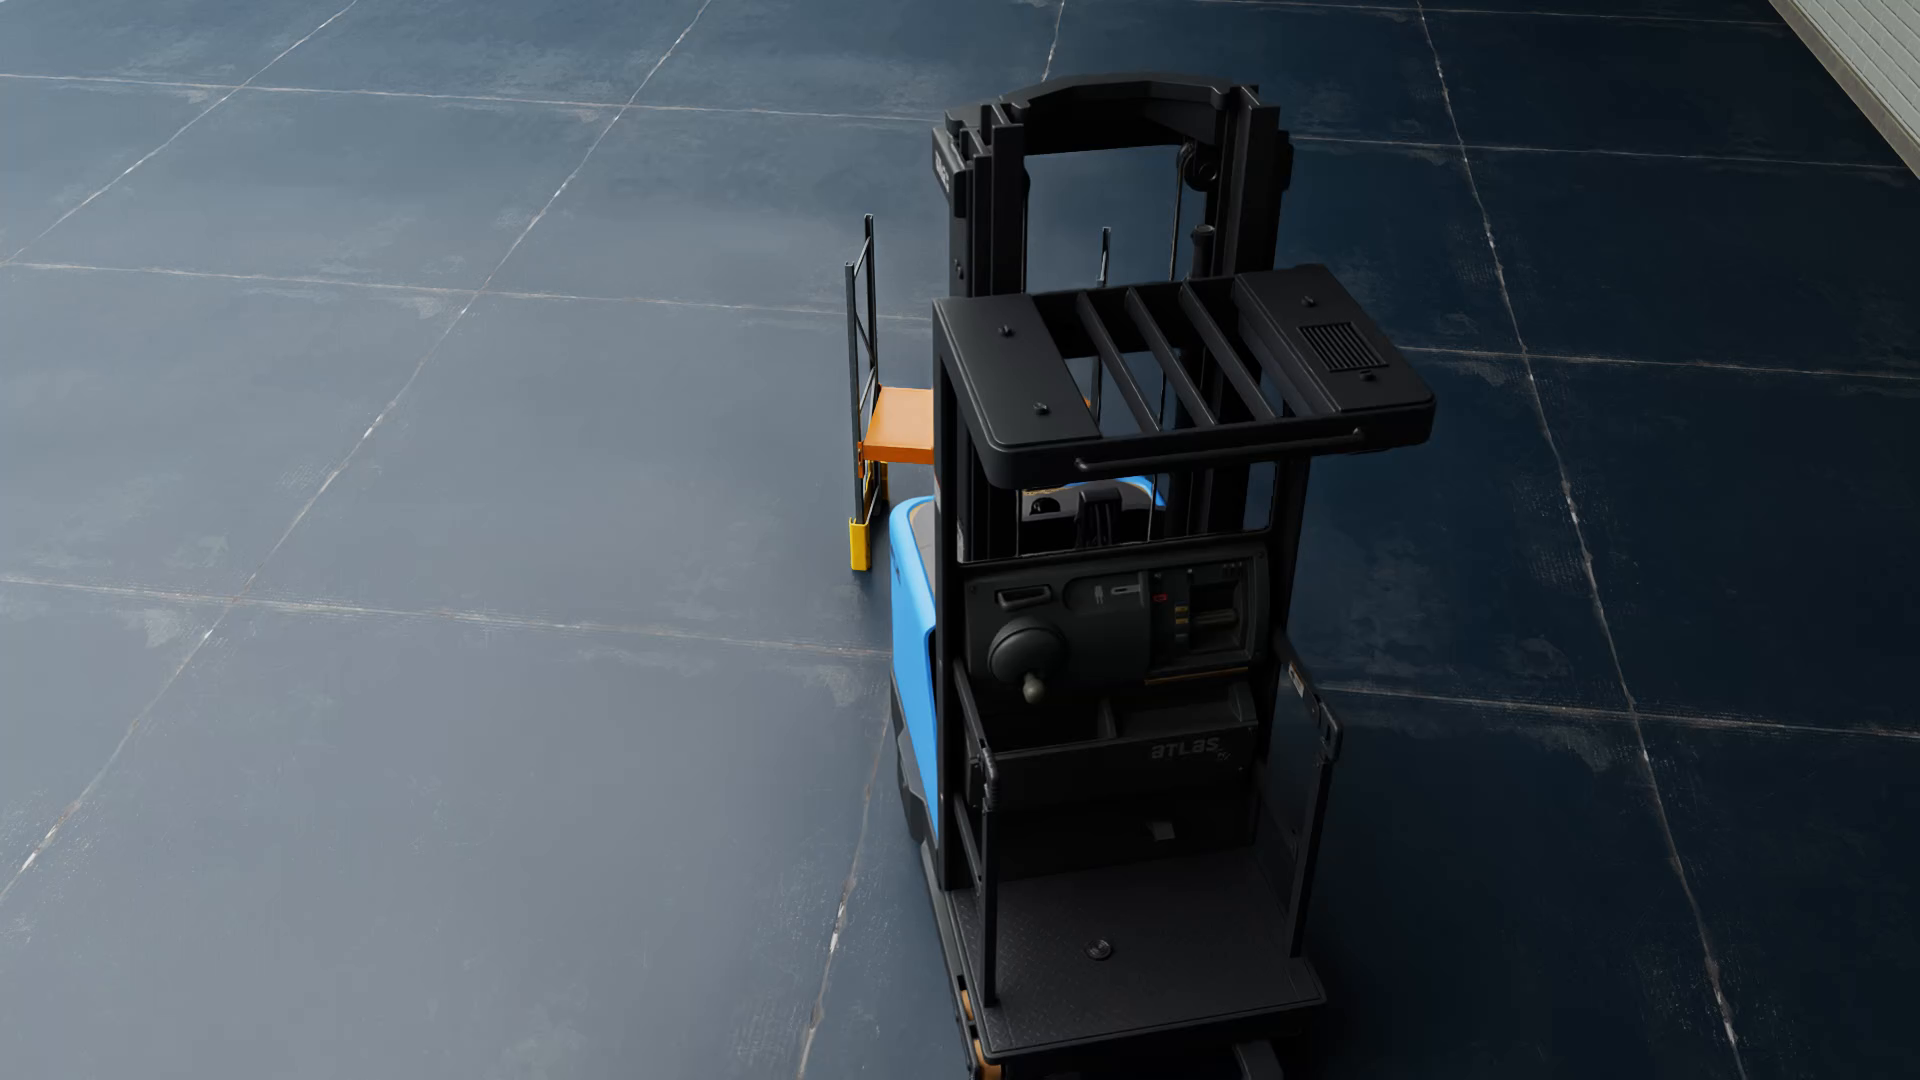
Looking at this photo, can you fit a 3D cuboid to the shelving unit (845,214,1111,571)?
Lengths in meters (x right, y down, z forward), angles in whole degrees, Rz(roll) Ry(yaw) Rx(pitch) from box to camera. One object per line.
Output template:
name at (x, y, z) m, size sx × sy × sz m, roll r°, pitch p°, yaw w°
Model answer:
shelving unit at (0.076, -0.605, 7.306) m, size 1.083 × 1.500 × 0.587 m, roll 4°, pitch 36°, yaw 6°

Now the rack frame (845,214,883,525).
rack frame at (-0.420, -0.642, 7.358) m, size 0.032 × 1.500 × 0.500 m, roll 4°, pitch 36°, yaw 6°

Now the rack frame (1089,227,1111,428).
rack frame at (0.589, -0.567, 7.253) m, size 0.032 × 1.500 × 0.500 m, roll 4°, pitch 36°, yaw 6°

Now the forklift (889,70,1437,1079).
forklift at (0.517, 0.315, 4.785) m, size 1.130 × 2.935 × 3.031 m, roll -7°, pitch 36°, yaw -9°

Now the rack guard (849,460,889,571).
rack guard at (-0.418, -0.133, 7.721) m, size 0.087 × 0.250 × 0.587 m, roll 4°, pitch 36°, yaw 6°

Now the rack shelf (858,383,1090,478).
rack shelf at (0.085, -0.458, 7.410) m, size 1.000 × 0.185 × 0.538 m, roll 4°, pitch 36°, yaw 6°
